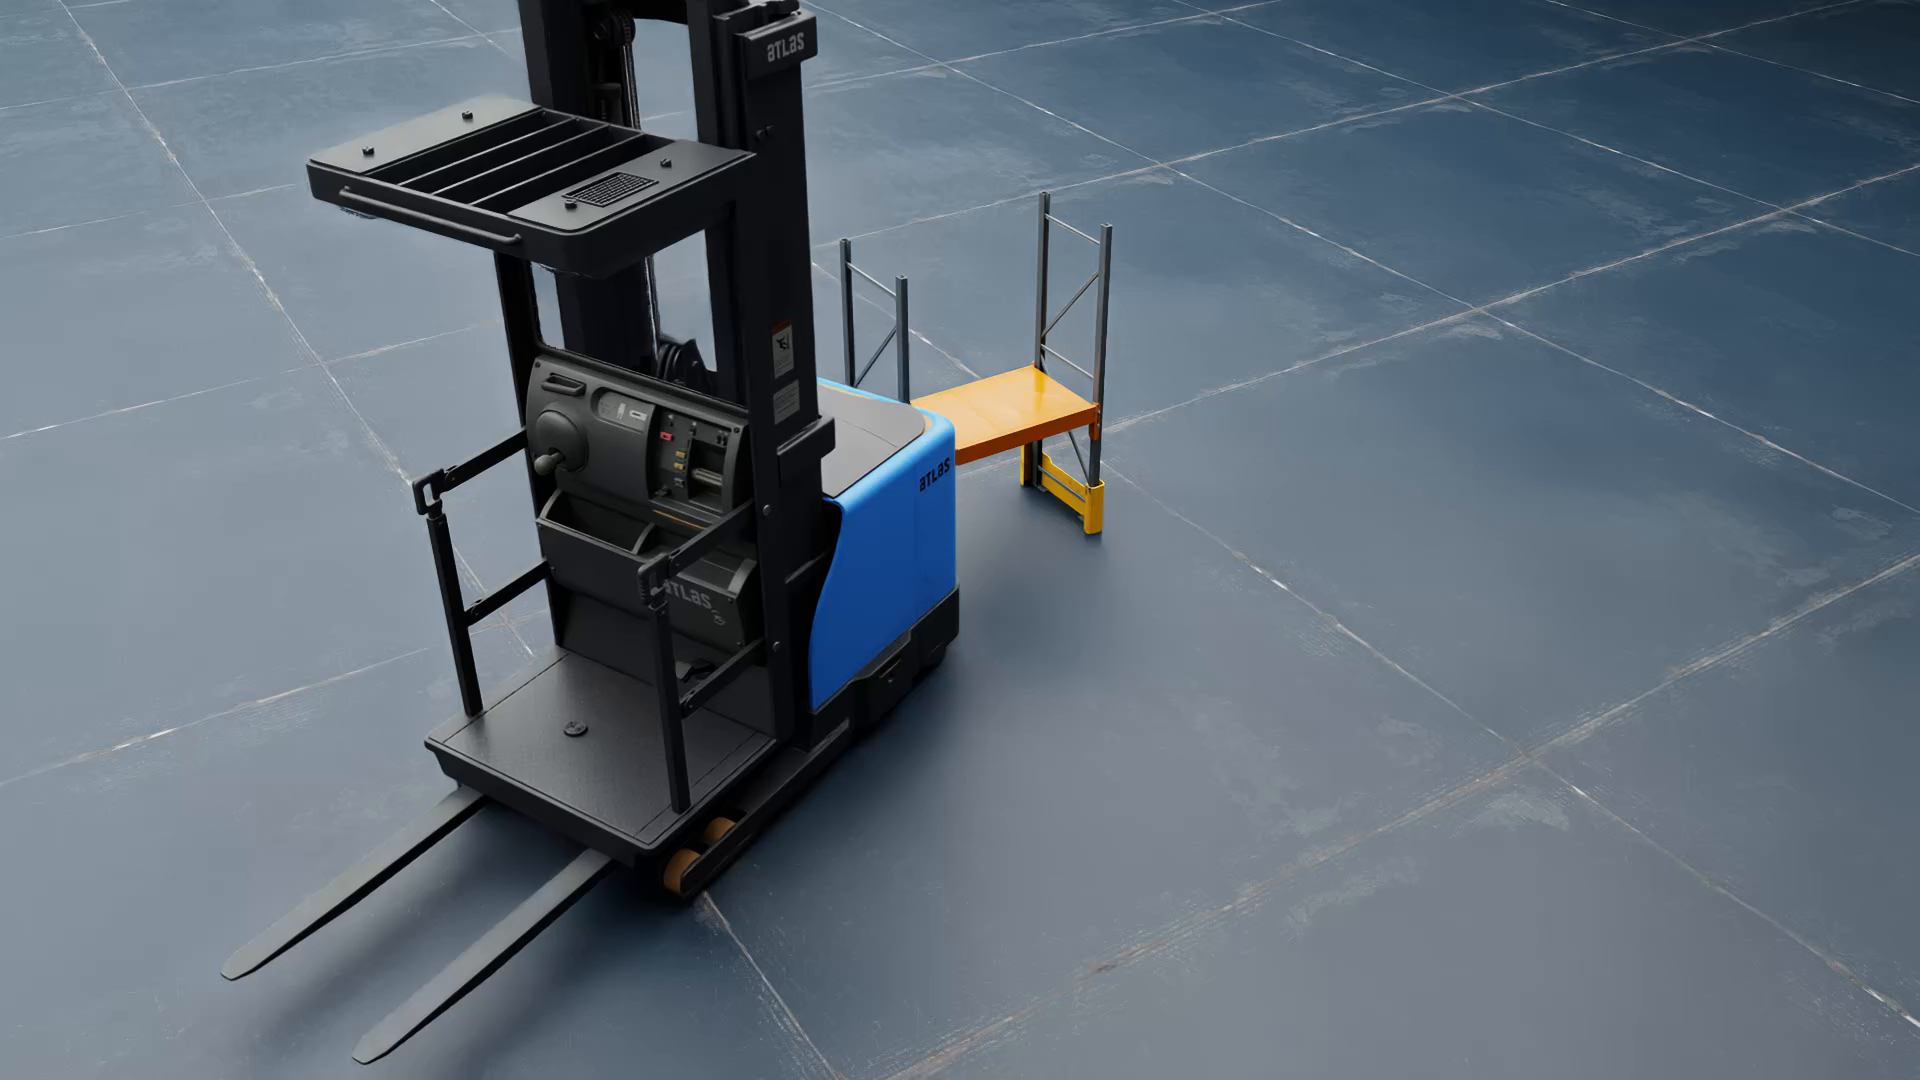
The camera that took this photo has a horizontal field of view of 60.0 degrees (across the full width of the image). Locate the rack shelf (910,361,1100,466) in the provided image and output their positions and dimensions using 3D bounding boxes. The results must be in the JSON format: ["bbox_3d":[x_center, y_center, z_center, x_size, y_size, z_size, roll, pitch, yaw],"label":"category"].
[{"bbox_3d":[0.072,-0.507,7.485,1.000,0.185,0.538,-19,37,-27],"label":"rack shelf"}]

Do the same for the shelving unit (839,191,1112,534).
[{"bbox_3d":[0.064,-0.656,7.385,1.083,1.500,0.587,-19,37,-27],"label":"shelving unit"}]

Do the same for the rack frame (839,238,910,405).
[{"bbox_3d":[-0.356,-0.512,7.156,0.032,1.500,0.500,-19,37,-27],"label":"rack frame"}]

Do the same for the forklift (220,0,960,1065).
[{"bbox_3d":[-1.218,-0.285,5.455,1.130,2.935,3.031,19,37,27],"label":"forklift"}]

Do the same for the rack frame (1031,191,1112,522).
[{"bbox_3d":[0.499,-0.806,7.622,0.032,1.500,0.500,-19,37,-27],"label":"rack frame"}]

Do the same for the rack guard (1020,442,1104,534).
[{"bbox_3d":[0.483,-0.272,7.946,0.087,0.250,0.587,-19,37,-27],"label":"rack guard"}]
